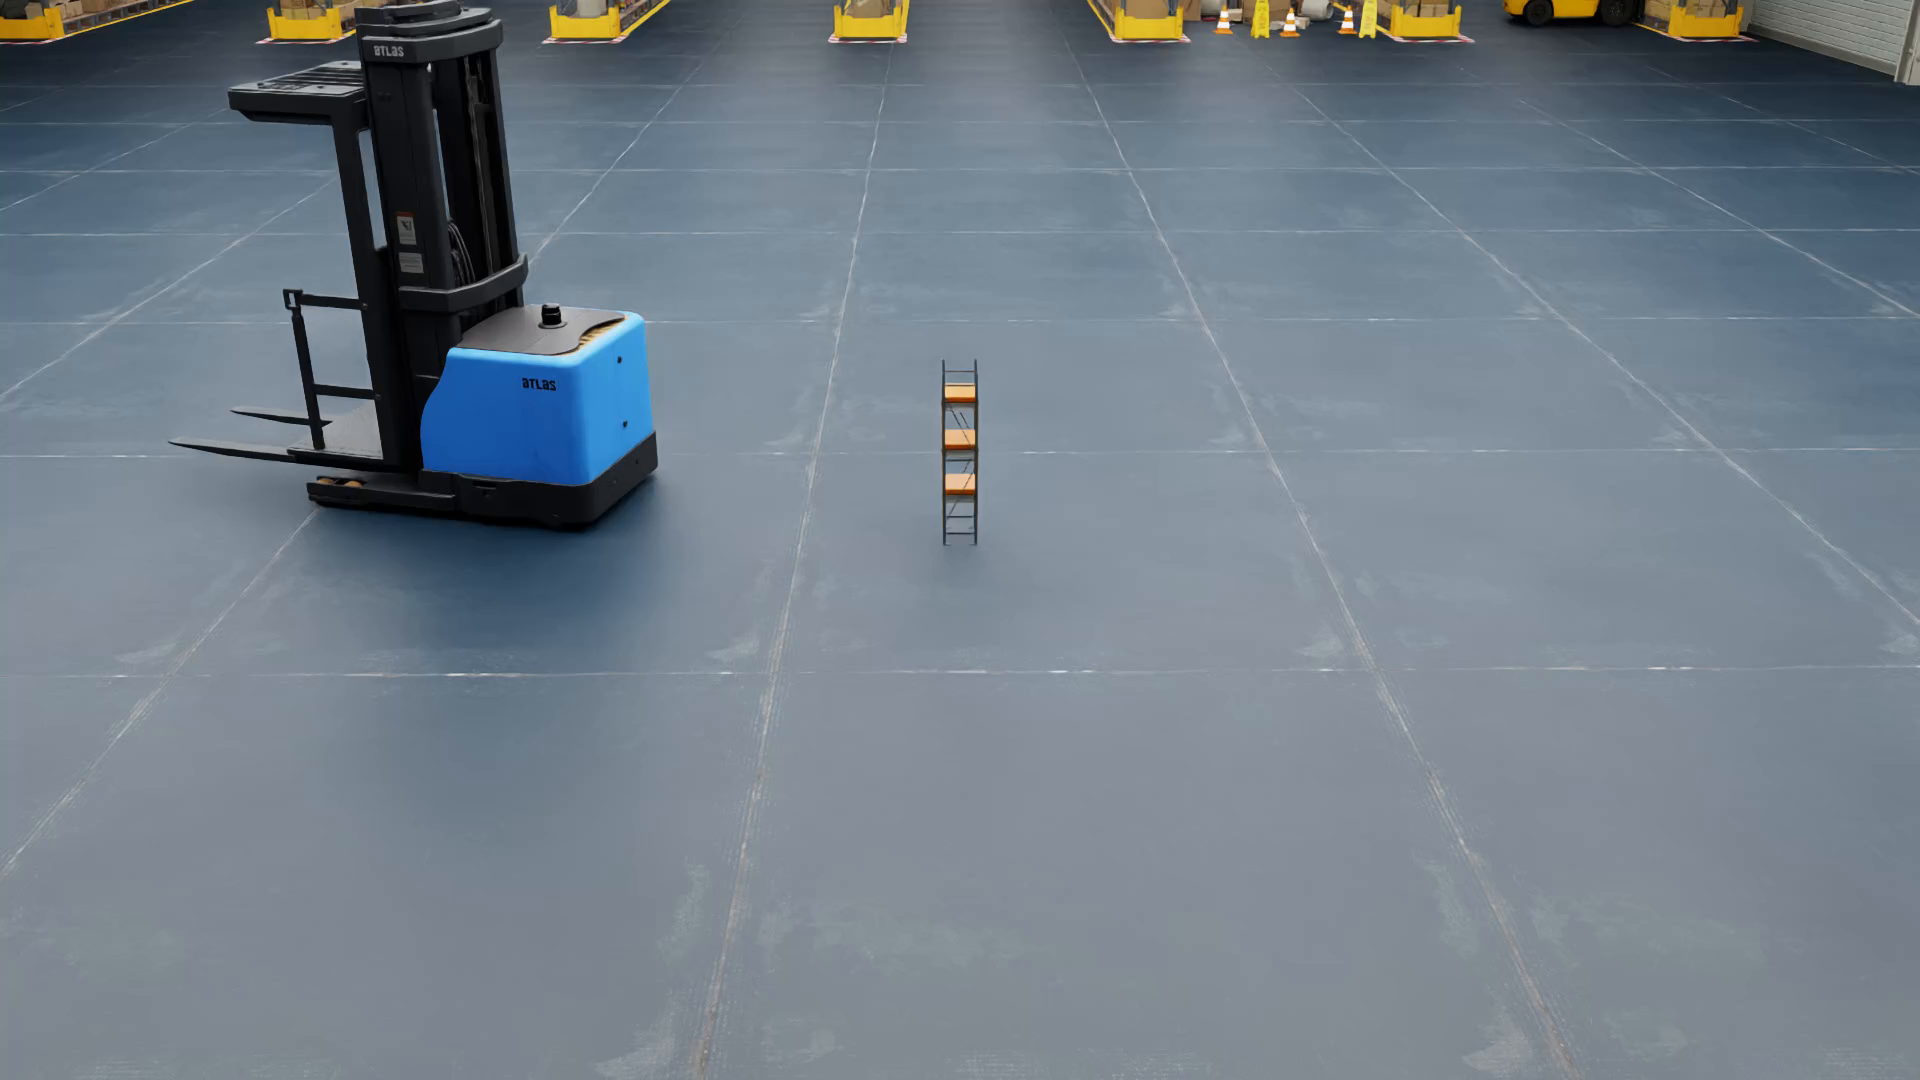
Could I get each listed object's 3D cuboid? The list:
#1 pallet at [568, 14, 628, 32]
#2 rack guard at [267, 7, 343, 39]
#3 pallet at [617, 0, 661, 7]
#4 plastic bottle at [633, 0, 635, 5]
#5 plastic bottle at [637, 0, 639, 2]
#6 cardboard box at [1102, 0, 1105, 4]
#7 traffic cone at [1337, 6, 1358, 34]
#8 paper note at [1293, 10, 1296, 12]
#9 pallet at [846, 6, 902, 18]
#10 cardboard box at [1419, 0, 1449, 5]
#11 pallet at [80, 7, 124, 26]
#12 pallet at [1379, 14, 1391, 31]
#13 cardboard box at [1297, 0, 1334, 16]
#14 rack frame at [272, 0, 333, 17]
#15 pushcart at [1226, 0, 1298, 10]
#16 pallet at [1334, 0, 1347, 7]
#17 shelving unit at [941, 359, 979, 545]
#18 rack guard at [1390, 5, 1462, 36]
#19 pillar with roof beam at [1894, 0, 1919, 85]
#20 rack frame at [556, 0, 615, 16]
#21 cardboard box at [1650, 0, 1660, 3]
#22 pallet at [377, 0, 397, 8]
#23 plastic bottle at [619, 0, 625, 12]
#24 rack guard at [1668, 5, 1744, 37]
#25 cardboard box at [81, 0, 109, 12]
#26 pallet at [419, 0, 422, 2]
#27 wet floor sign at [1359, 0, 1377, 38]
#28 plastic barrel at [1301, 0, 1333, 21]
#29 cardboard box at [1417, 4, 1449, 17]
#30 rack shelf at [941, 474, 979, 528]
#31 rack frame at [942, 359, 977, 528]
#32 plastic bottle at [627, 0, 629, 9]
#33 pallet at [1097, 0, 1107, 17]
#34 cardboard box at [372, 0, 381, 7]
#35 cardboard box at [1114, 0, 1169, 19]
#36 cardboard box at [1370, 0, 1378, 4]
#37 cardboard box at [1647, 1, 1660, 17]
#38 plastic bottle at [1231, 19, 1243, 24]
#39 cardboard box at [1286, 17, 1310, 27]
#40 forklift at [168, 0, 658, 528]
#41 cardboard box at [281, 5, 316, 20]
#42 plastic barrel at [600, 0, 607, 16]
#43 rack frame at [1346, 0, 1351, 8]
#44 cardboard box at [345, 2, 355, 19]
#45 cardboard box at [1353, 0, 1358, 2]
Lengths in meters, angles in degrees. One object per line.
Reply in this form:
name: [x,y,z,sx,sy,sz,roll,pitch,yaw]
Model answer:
pallet: [-6.635,-9.377,30.227,1.003,0.211,1.213,0,24,-1]
rack guard: [-11.536,-9.112,29.291,1.175,0.500,0.348,0,24,-1]
pallet: [-6.674,-10.983,33.778,1.003,0.211,1.213,0,24,-1]
plastic bottle: [-6.326,-10.447,31.890,0.144,0.351,0.185,0,24,-1]
plastic bottle: [-6.332,-10.660,32.359,0.144,0.351,0.185,-1,24,-2]
cardboard box: [3.223,-10.897,32.272,0.875,0.875,0.875,0,24,0]
traffic cone: [6.984,-9.364,29.893,0.336,0.463,0.334,0,24,-1]
paper note: [6.535,-10.418,32.748,0.148,0.019,0.142,0,24,-1]
pallet: [-1.615,-9.901,31.386,1.003,0.211,1.213,0,24,-1]
cardboard box: [8.546,-9.972,30.076,0.500,0.500,0.500,-1,24,-2]
pallet: [-16.474,-9.835,31.238,1.003,0.211,1.213,0,24,-1]
pallet: [8.304,-9.444,30.376,1.003,0.211,1.213,0,24,-1]
cardboard box: [6.886,-10.412,32.161,0.500,0.500,0.500,19,30,35]
rack frame: [-11.536,-10.261,28.798,1.000,3.000,0.127,0,24,-1]
pushcart: [5.956,-10.771,33.108,1.648,0.377,0.936,-9,26,-19]
pallet: [8.225,-11.047,33.920,1.003,0.211,1.213,0,24,-1]
shelving unit: [-0.001,-0.500,9.582,0.215,1.050,0.252,0,24,-1]
rack guard: [8.278,-9.241,29.576,1.175,0.500,0.348,0,24,-1]
pillar with roof beam: [9.897,-10.905,22.942,9.100,9.000,0.400,0,24,-1]
rack frame: [-6.583,-10.282,28.844,1.000,3.000,0.127,0,24,-1]
cardboard box: [12.930,-9.945,30.319,0.500,0.250,0.500,0,24,-1]
pallet: [-11.613,-10.311,32.292,1.003,0.211,1.213,0,24,-1]
plastic bottle: [-6.291,-9.988,30.970,0.097,0.271,0.097,0,24,0]
rack guard: [13.242,-9.224,29.537,1.175,0.500,0.348,0,24,-1]
cardboard box: [-16.371,-10.122,30.989,0.700,0.500,0.500,-2,24,-4]
pallet: [-11.643,-11.446,34.802,1.003,0.211,1.213,0,24,-1]
wet floor sign: [7.211,-9.193,29.293,0.267,0.644,0.232,8,26,18]
plastic barrel: [6.742,-10.019,31.389,0.512,0.421,0.421,19,30,35]
cardboard box: [8.547,-9.621,30.209,0.500,0.250,0.500,0,24,-1]
rack shelf: [-0.001,-0.238,9.701,0.215,0.259,0.240,0,24,-1]
rack frame: [-0.002,-0.551,9.694,0.200,1.050,0.008,0,24,-1]
plastic bottle: [-6.295,-10.129,31.283,0.097,0.271,0.097,0,24,0]
pallet: [3.217,-10.349,32.376,1.003,0.211,1.213,0,24,-1]
cardboard box: [-11.341,-10.246,31.591,0.500,0.250,0.500,0,24,-1]
cardboard box: [3.257,-9.787,29.819,0.875,0.875,0.875,0,24,0]
cardboard box: [7.992,-10.048,31.154,0.500,0.250,0.500,-1,24,-2]
cardboard box: [12.925,-9.708,30.402,0.500,0.250,0.500,0,24,-1]
plastic bottle: [5.172,-9.710,31.145,0.133,0.061,0.283,-9,26,-19]
cardboard box: [6.245,-9.580,30.752,0.380,0.149,0.250,13,27,27]
forklift: [-3.503,-1.728,10.015,3.031,2.935,1.130,6,25,14]
cardboard box: [-11.838,-9.419,29.764,0.500,0.250,0.500,0,24,-1]
plastic barrel: [-6.672,-9.817,30.325,0.421,0.512,0.421,0,24,0]
rack frame: [8.235,-11.997,32.636,1.000,3.000,0.127,0,24,-1]
cardboard box: [-11.329,-9.628,30.224,0.500,0.250,0.500,0,24,-1]
cardboard box: [7.972,-10.691,32.576,0.500,0.250,0.500,-1,24,-3]
